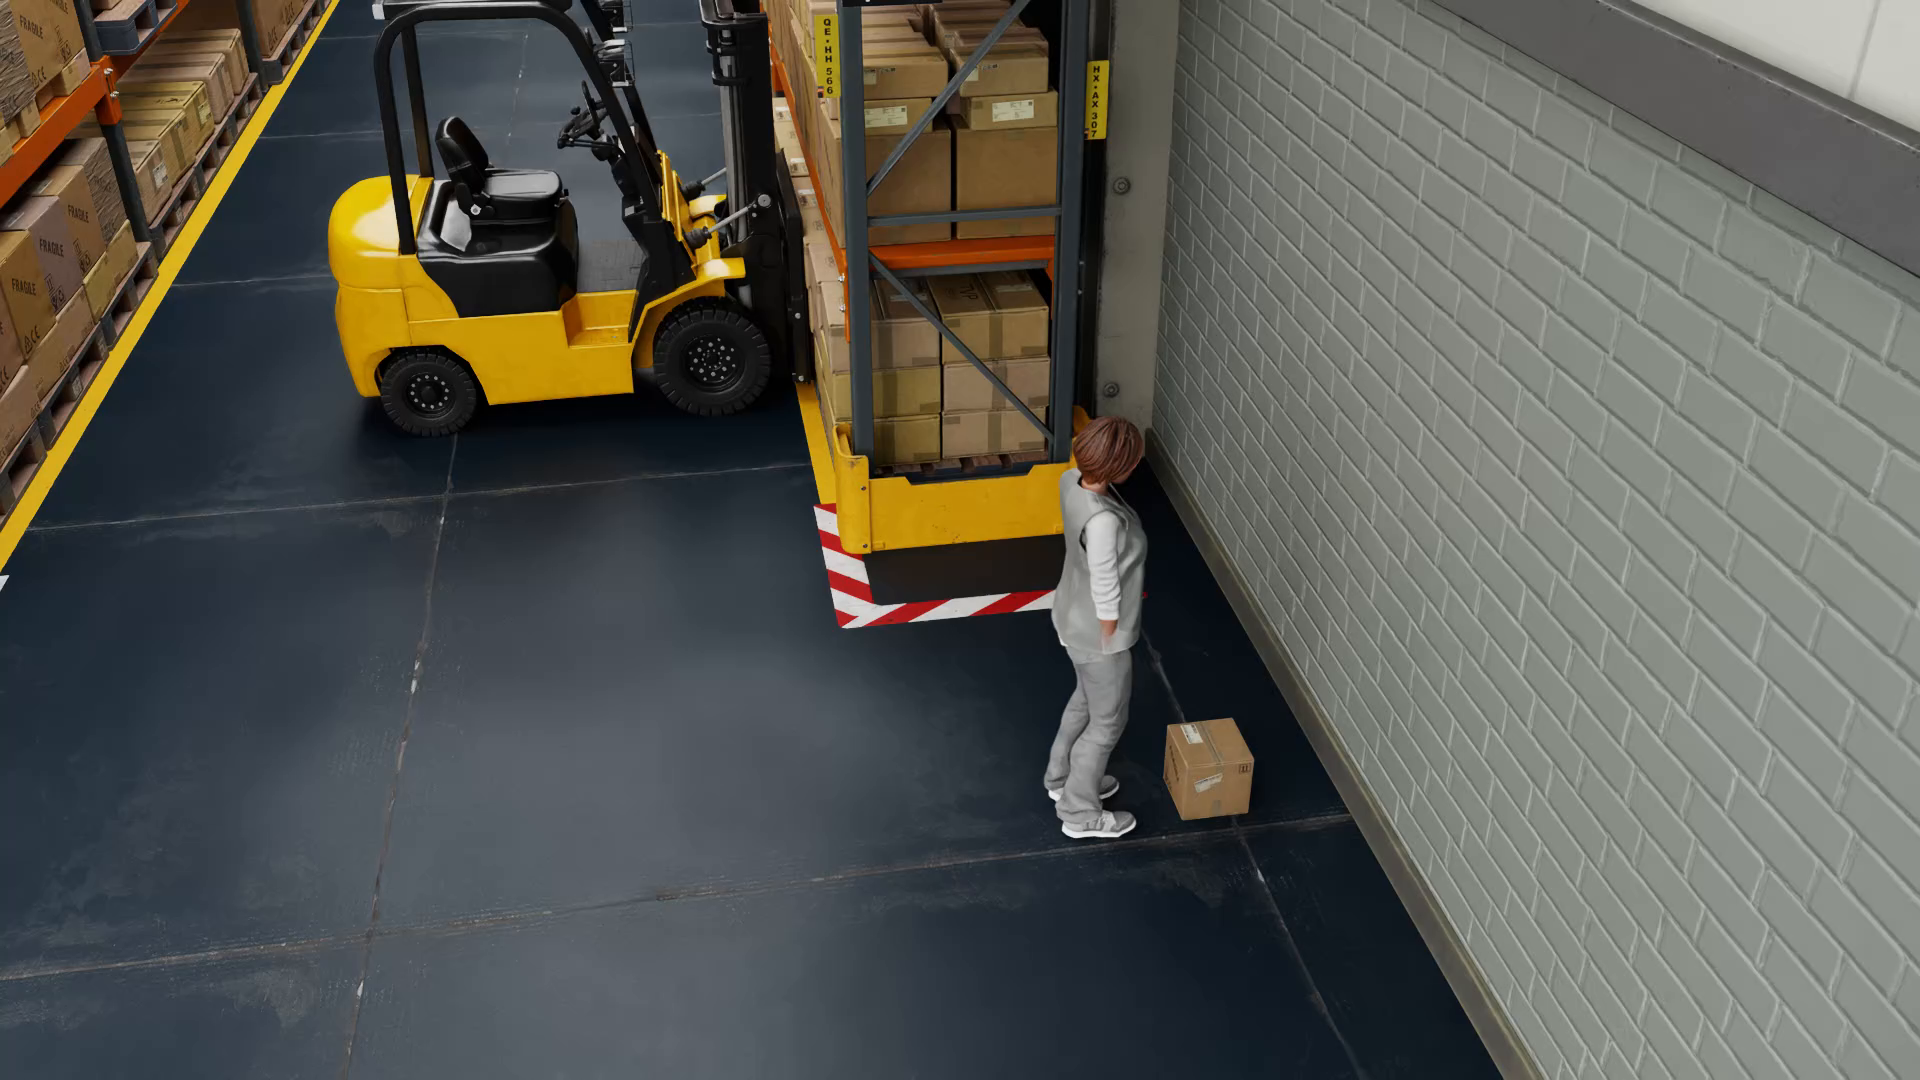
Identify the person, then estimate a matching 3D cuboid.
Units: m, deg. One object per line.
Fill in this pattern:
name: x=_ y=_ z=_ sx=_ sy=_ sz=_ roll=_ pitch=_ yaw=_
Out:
person: x=0.462 y=0.297 z=5.659 sx=0.301 sy=1.595 sz=0.407 roll=-5 pitch=31 yaw=-8
